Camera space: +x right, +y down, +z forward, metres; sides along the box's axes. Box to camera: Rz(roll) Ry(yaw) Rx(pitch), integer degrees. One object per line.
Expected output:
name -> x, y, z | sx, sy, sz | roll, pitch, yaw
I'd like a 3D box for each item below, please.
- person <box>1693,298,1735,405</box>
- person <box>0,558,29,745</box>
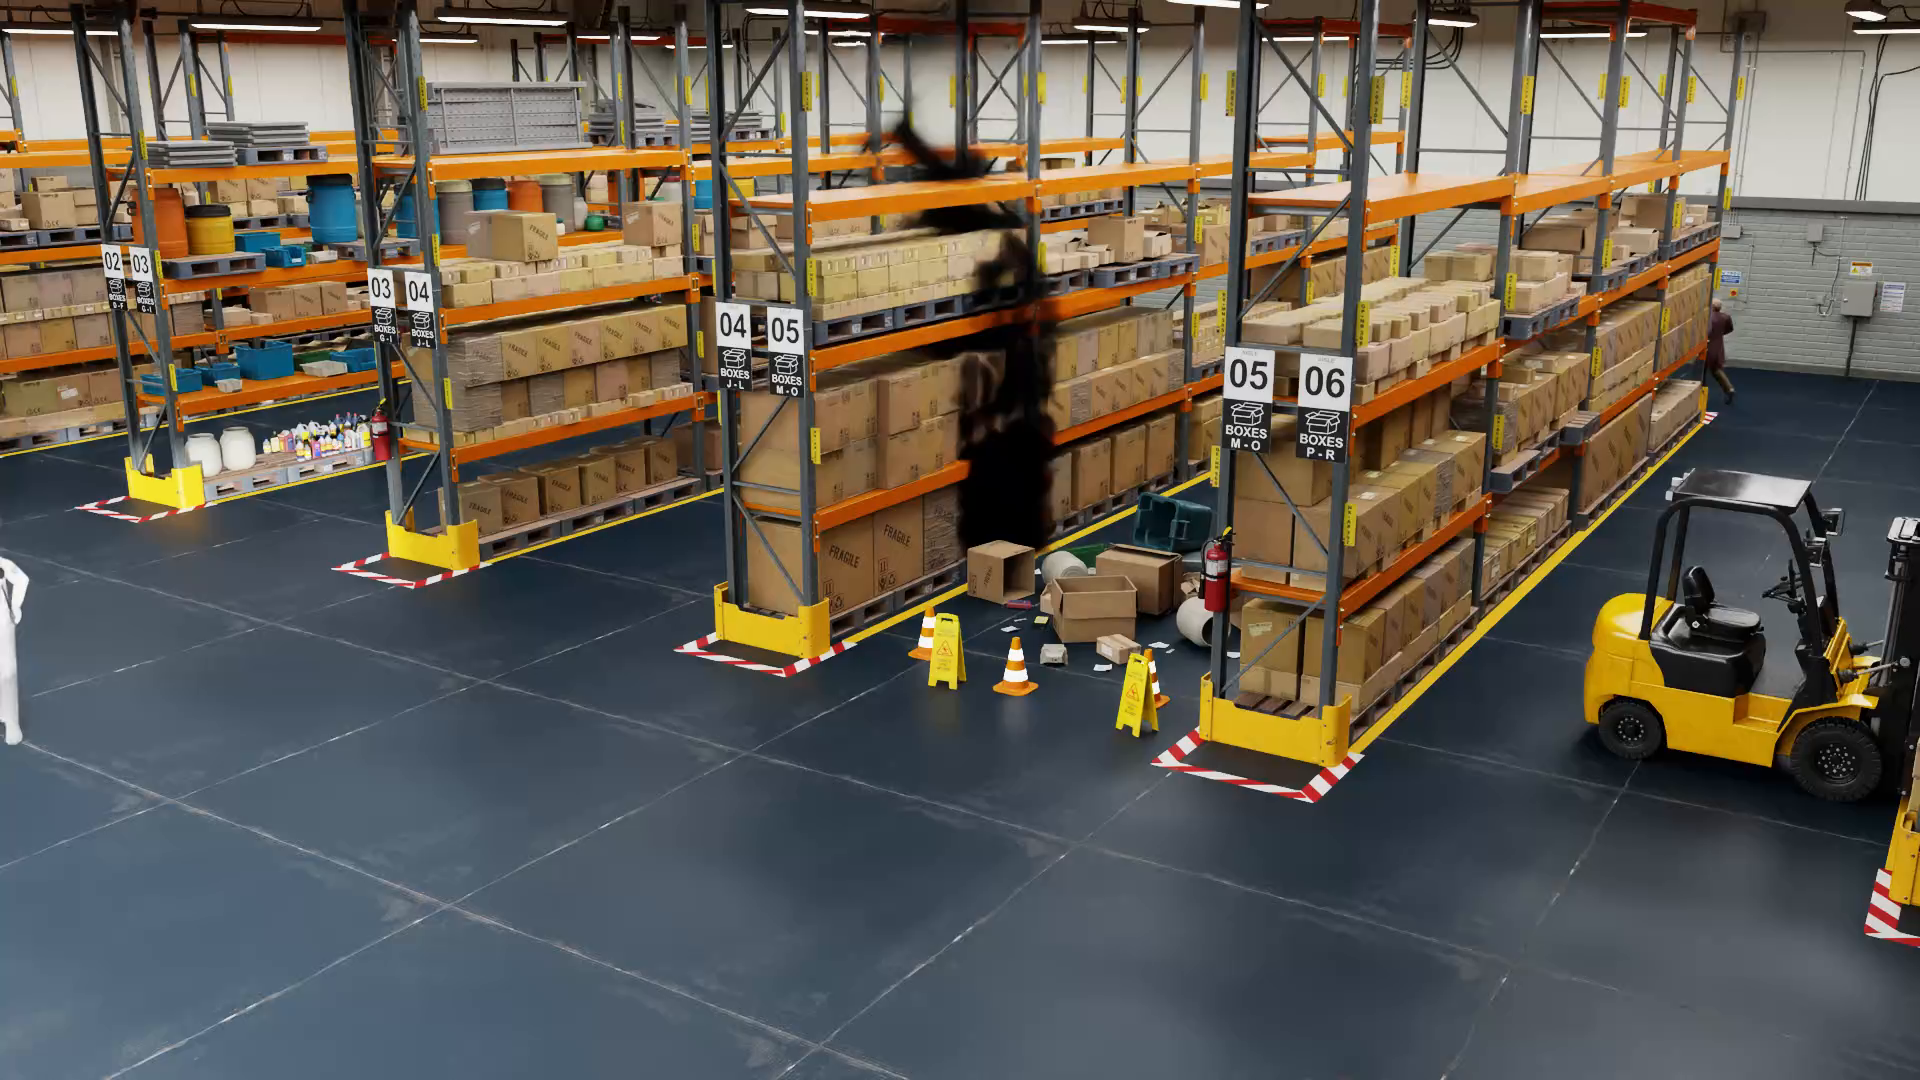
person -> 12.088, -3.064, 26.904 | 0.769, 1.729, 1.023 | -4, 16, -14
person -> -7.805, 0.733, 13.395 | 0.600, 1.743, 0.740 | -7, 17, -25
